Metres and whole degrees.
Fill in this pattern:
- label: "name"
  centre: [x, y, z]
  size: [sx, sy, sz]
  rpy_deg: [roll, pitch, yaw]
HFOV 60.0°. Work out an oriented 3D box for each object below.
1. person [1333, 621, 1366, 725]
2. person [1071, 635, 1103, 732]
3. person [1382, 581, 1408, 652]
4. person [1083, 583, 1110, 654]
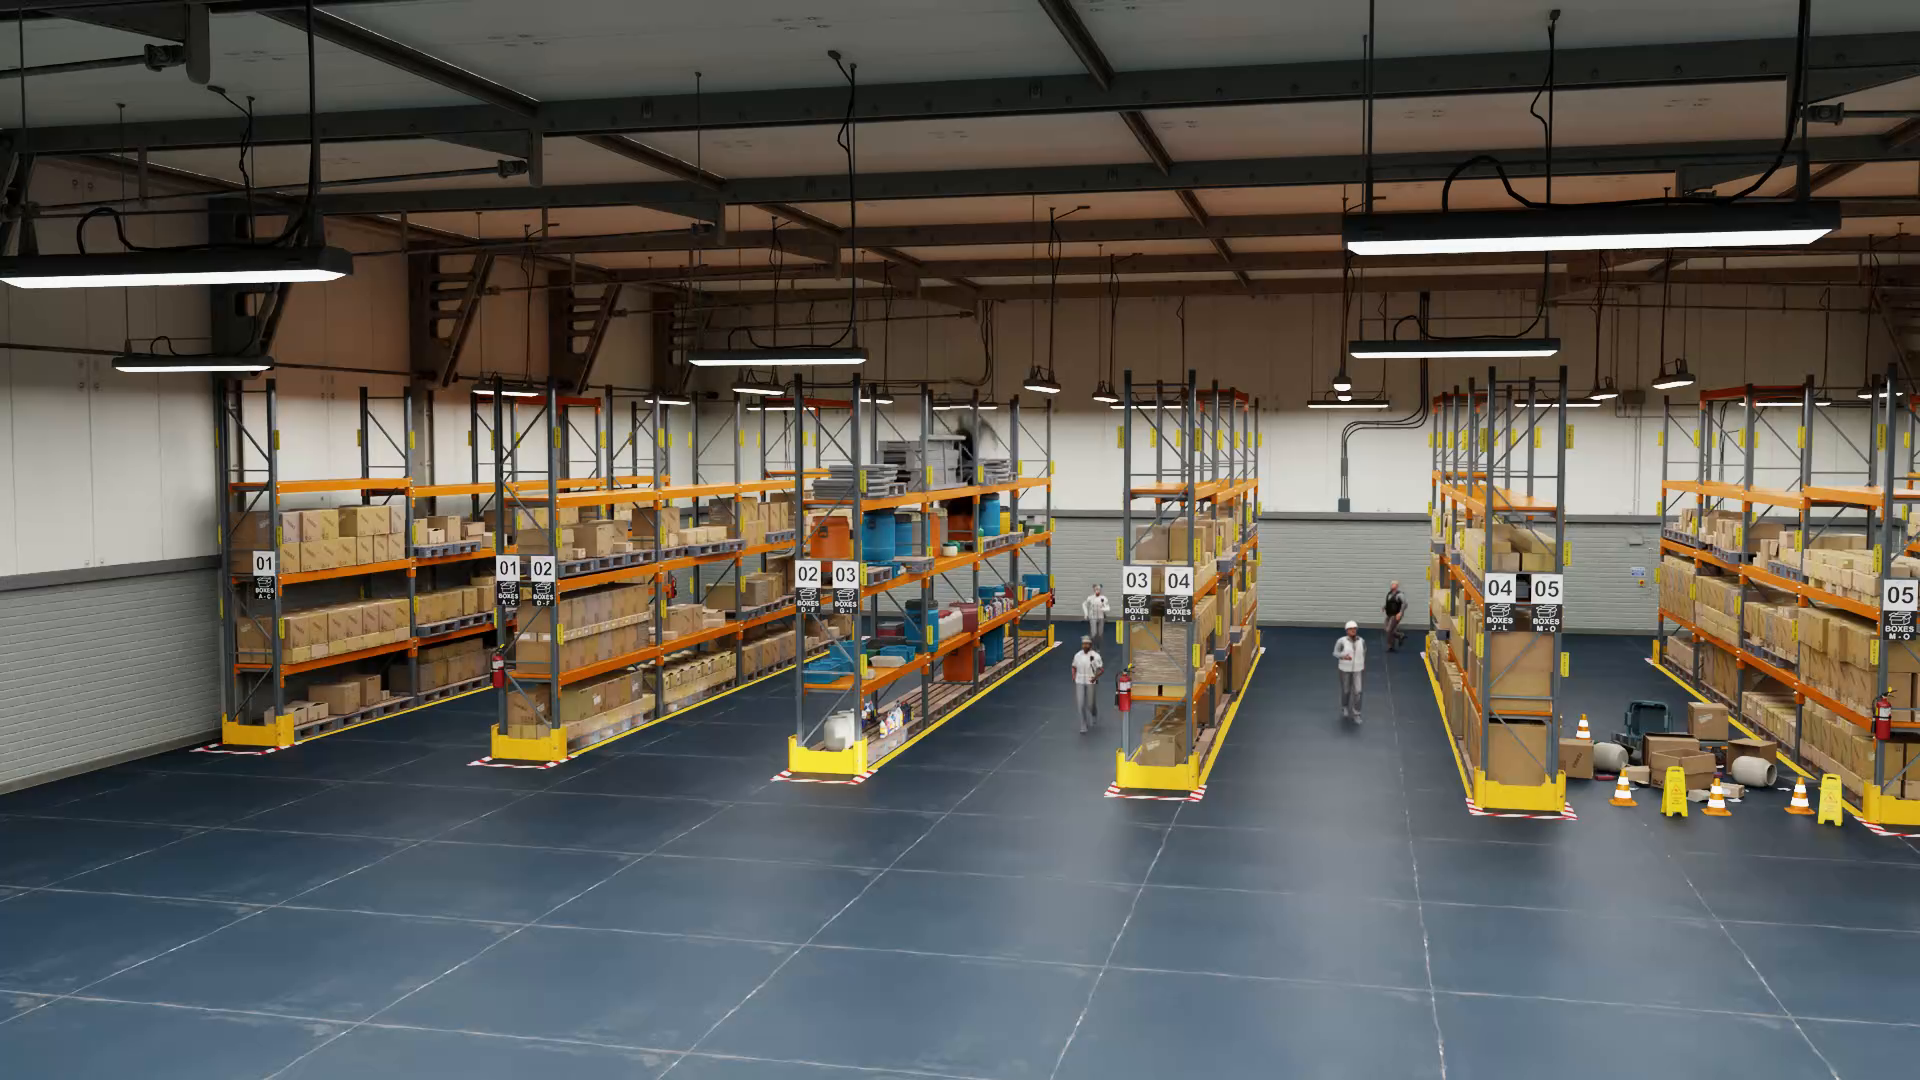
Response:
- label: "person"
  centre: [6.951, 2.341, 29.631]
  size: [0.640, 1.819, 0.791]
  rpy_deg: [0, 3, 3]
- label: "person"
  centre: [2.173, 2.457, 28.620]
  size: [0.576, 1.652, 0.592]
  rpy_deg: [1, 4, 16]
- label: "person"
  centre: [10.318, 1.806, 39.438]
  size: [0.640, 1.691, 0.691]
  rpy_deg: [-1, 4, -20]
- label: "person"
  centre: [3.156, 1.863, 38.352]
  size: [0.577, 1.728, 0.710]
  rpy_deg: [0, 3, -6]
